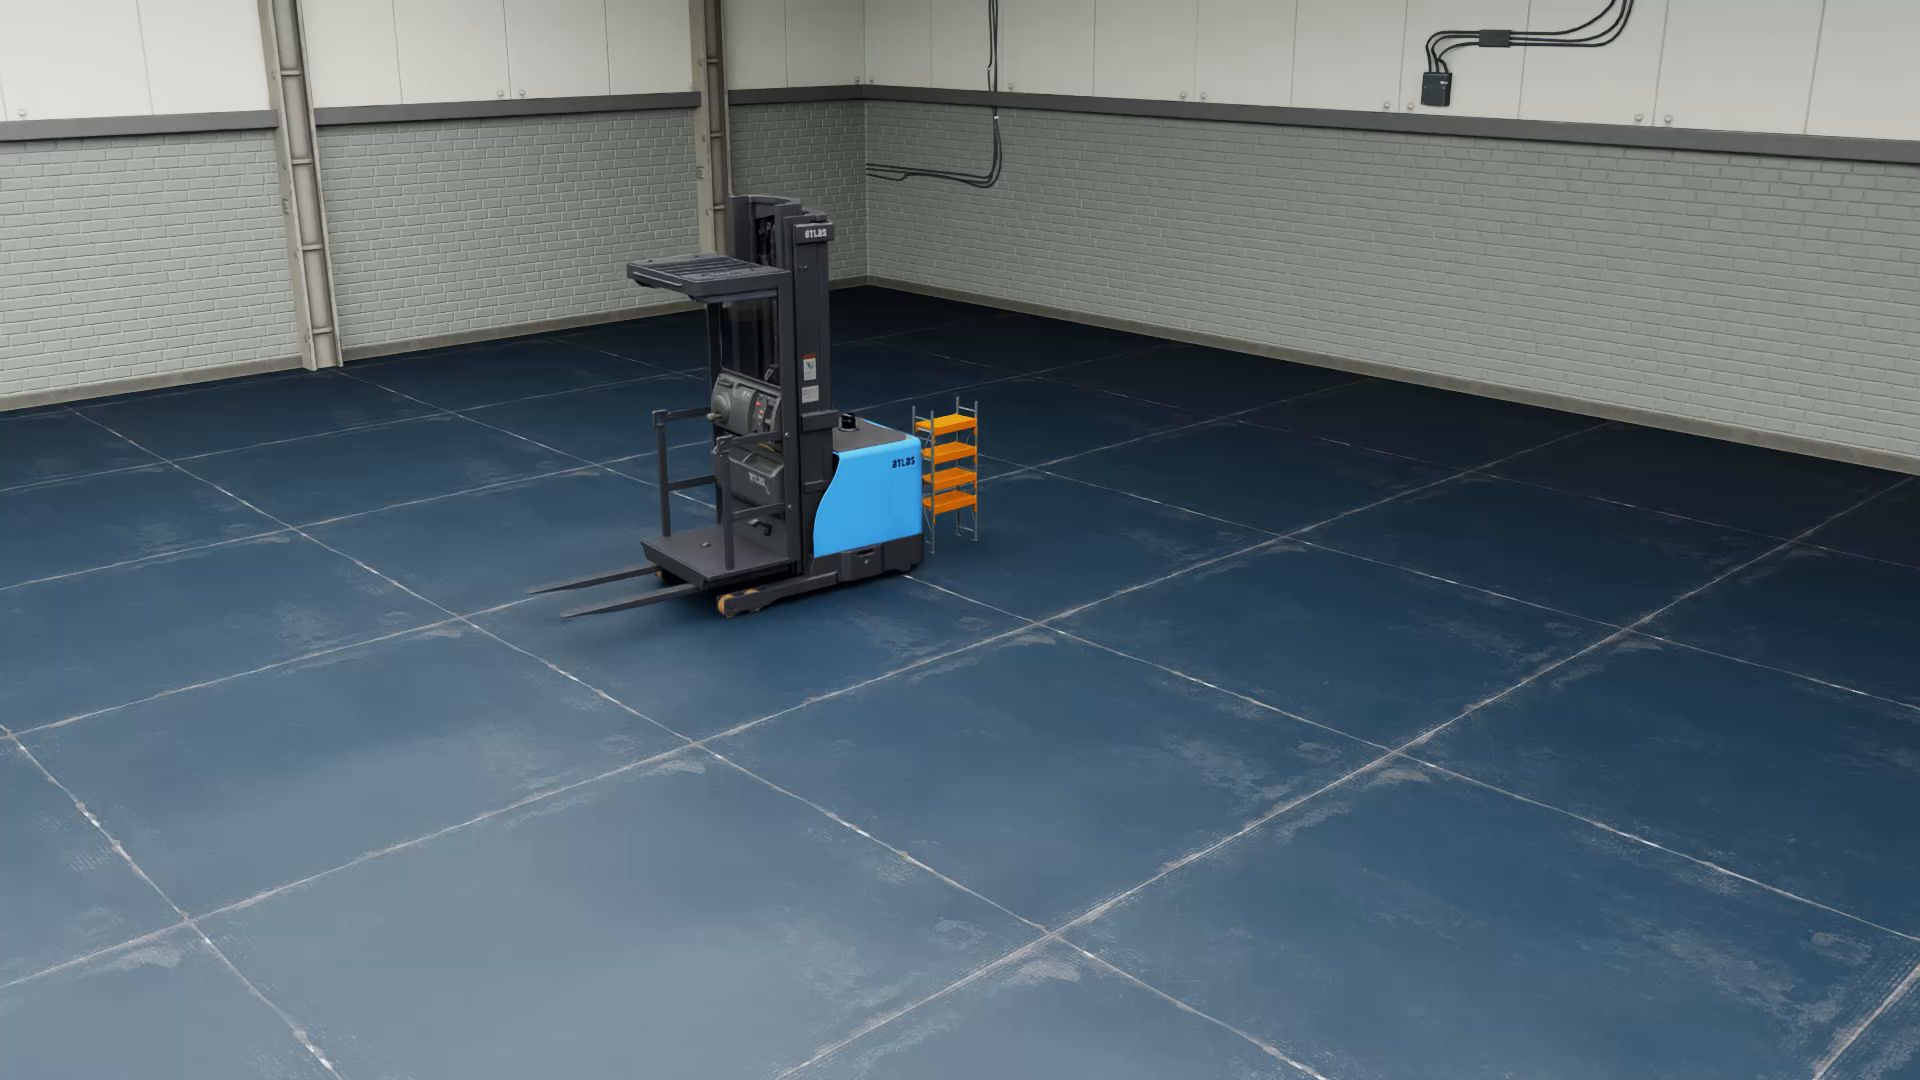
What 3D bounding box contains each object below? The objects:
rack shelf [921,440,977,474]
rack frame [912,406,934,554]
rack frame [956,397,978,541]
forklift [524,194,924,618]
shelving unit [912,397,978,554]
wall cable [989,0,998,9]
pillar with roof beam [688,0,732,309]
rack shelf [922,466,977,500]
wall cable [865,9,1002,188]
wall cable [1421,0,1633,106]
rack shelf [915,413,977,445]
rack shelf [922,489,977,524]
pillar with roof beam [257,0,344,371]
[{"bbox_3d":[-0.120,-0.684,13.643,0.480,0.148,0.258,-16,24,-41],"label":"rack shelf"},{"bbox_3d":[-0.298,-0.484,13.532,0.015,1.200,0.240,-16,24,-41],"label":"rack frame"},{"bbox_3d":[0.057,-0.587,13.851,0.015,1.200,0.240,-16,24,-41],"label":"rack frame"},{"bbox_3d":[-1.768,-1.009,12.346,3.031,2.935,1.130,-13,22,-35],"label":"forklift"},{"bbox_3d":[-0.120,-0.536,13.691,0.503,1.200,0.258,-16,24,-41],"label":"shelving unit"},{"bbox_3d":[1.365,-8.353,22.002,0.112,2.526,3.097,-16,24,-41],"label":"wall cable"},{"bbox_3d":[-0.585,-6.741,20.185,0.400,9.000,9.100,-16,24,-41],"label":"pillar with roof beam"},{"bbox_3d":[-0.120,-0.472,13.712,0.480,0.148,0.258,-16,24,-41],"label":"rack shelf"},{"bbox_3d":[-0.493,-6.556,24.651,0.112,2.526,3.097,-16,24,-41],"label":"wall cable"},{"bbox_3d":[6.018,-7.520,17.075,0.169,6.003,2.305,-16,24,-41],"label":"wall cable"},{"bbox_3d":[-0.120,-0.909,13.570,0.480,0.148,0.258,-16,24,-41],"label":"rack shelf"},{"bbox_3d":[-0.120,-0.283,13.773,0.480,0.148,0.258,-16,24,-41],"label":"rack shelf"},{"bbox_3d":[-4.944,-5.469,16.263,0.400,9.000,9.100,-16,24,-41],"label":"pillar with roof beam"}]
